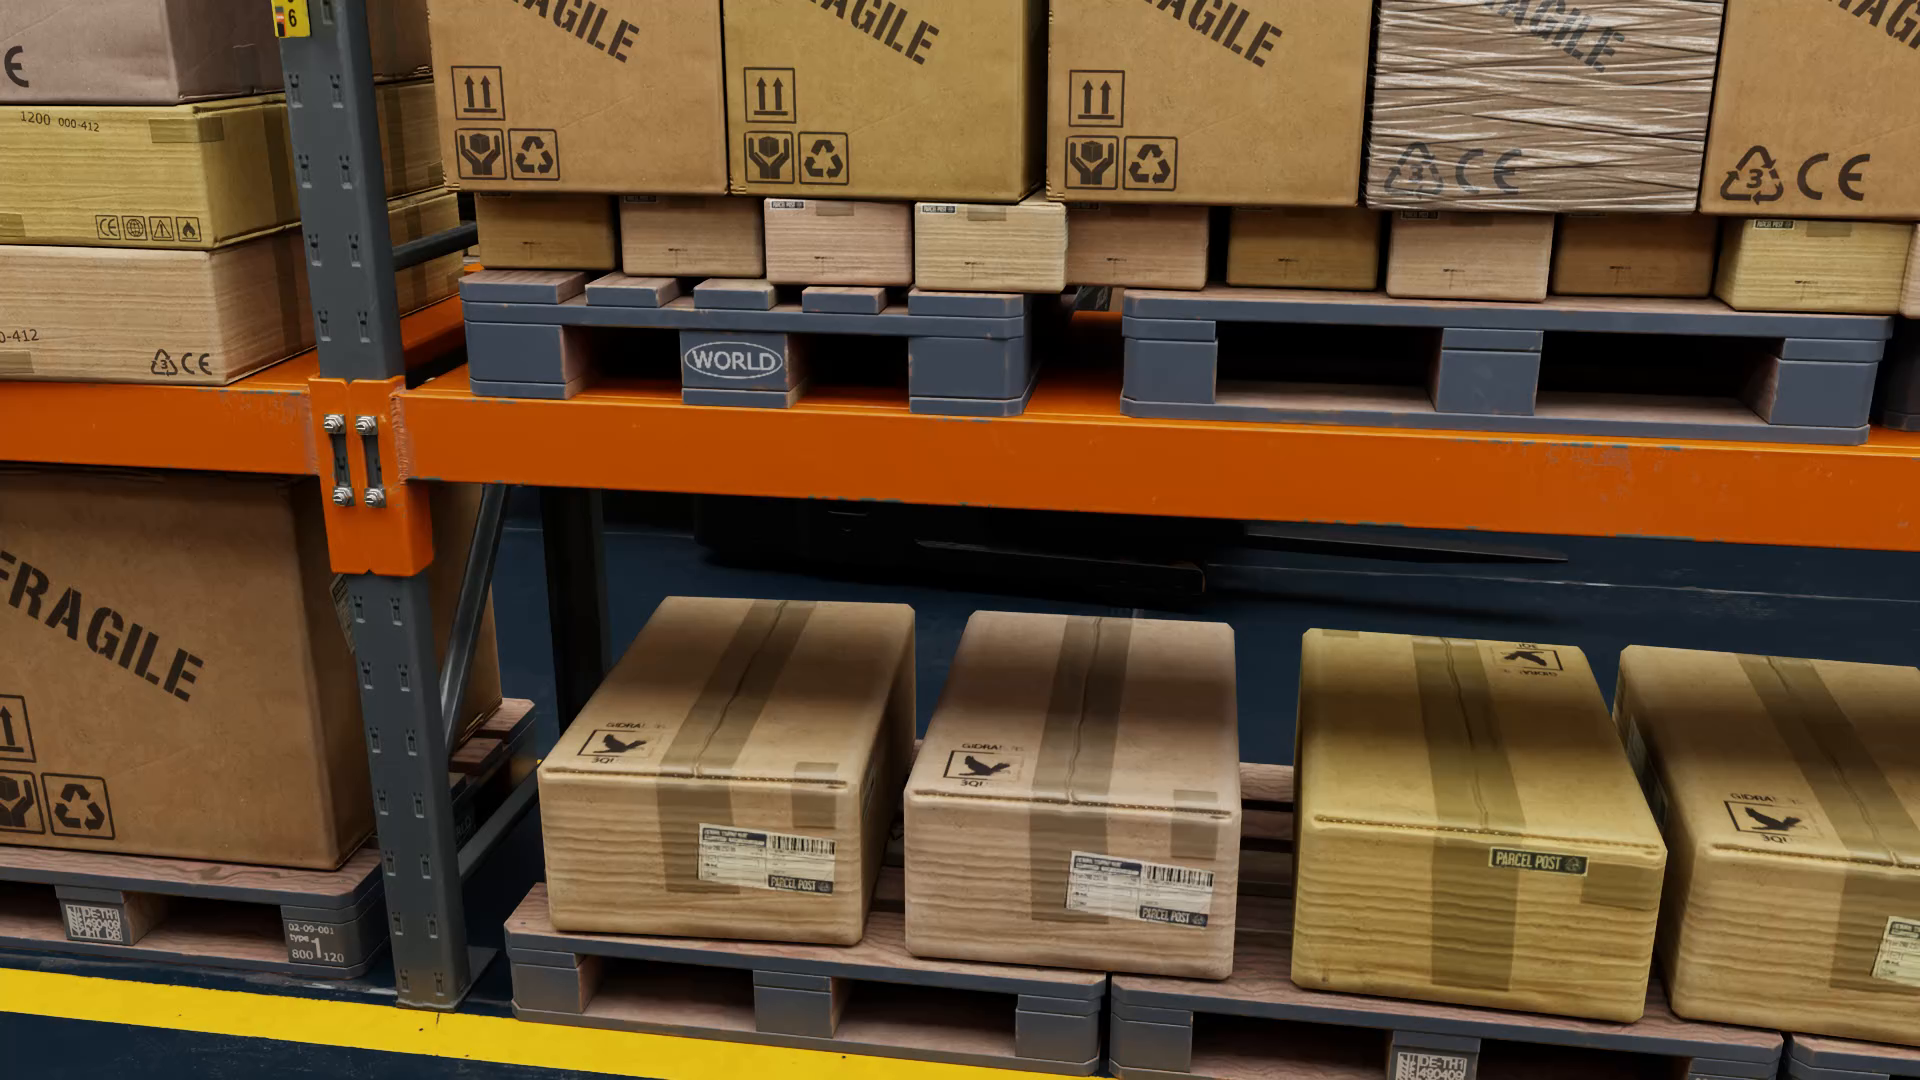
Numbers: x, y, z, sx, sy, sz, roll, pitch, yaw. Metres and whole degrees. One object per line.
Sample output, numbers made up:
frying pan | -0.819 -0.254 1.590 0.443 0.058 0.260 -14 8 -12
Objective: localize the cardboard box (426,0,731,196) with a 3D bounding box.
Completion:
cardboard box | -0.611 -0.904 2.991 0.500 0.500 0.500 2 19 7

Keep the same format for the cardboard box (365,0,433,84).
cardboard box | -1.466 -1.235 3.533 0.500 0.500 0.500 2 19 7

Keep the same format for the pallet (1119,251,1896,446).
pallet | 0.943 -0.434 3.176 1.213 0.211 1.003 3 19 9

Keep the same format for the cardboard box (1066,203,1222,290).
cardboard box | 0.329 -0.556 2.973 0.250 0.149 0.380 4 19 12

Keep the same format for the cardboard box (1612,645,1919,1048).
cardboard box | 1.703 0.576 3.335 0.625 0.372 0.950 4 19 12

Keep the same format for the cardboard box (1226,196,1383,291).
cardboard box | 0.614 -0.554 2.967 0.250 0.149 0.380 4 19 11

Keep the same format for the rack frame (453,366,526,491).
rack frame | -1.879 -0.710 6.653 0.032 1.125 0.500 5 19 14

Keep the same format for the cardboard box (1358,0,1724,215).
cardboard box | 0.923 -0.828 2.763 0.500 0.500 0.500 2 19 7

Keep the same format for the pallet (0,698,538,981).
pallet | -1.785 0.647 4.036 1.213 0.211 1.003 3 19 9

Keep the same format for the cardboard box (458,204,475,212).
cardboard box | -2.752 -1.705 8.927 0.250 0.149 0.380 3 19 10

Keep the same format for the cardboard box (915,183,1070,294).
cardboard box | 0.078 -0.544 2.936 0.250 0.149 0.380 3 19 9

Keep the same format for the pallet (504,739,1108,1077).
pallet | -0.247 0.750 3.728 1.213 0.211 1.003 3 19 9

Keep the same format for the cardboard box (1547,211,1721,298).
cardboard box | 1.131 -0.531 2.898 0.250 0.149 0.380 2 19 7

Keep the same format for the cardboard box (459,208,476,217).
cardboard box | -2.490 -1.710 8.941 0.250 0.149 0.380 3 19 9

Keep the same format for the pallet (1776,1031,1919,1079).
pallet | 2.162 0.873 3.361 1.213 0.211 1.003 3 19 9

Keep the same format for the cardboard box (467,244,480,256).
cardboard box | -2.302 -1.538 8.427 0.250 0.149 0.380 3 19 9

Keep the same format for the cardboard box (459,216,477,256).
cardboard box | -2.573 -1.542 8.441 0.250 0.149 0.380 4 19 11

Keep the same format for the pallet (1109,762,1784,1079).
pallet | 0.954 0.812 3.542 1.213 0.211 1.003 3 19 9

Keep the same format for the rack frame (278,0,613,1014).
rack frame | -1.018 -0.612 3.405 0.127 3.000 1.000 3 19 9

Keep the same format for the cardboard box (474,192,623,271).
cardboard box | -0.727 -0.617 3.155 0.250 0.149 0.380 2 19 5

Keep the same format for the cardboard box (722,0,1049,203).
cardboard box | -0.095 -0.880 2.919 0.500 0.500 0.500 4 19 11

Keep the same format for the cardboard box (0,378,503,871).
cardboard box | -1.687 0.136 3.857 0.875 0.875 0.875 3 19 8

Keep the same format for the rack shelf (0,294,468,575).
rack shelf | -2.993 -0.371 3.820 4.000 0.370 1.077 3 19 9

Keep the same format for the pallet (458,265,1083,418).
pallet | -0.298 -0.518 3.428 1.003 0.211 1.213 3 19 9

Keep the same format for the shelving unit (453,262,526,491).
shelving unit | -1.389 -0.668 6.527 1.048 1.125 0.538 5 19 14

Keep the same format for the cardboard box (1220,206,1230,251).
cardboard box | 0.624 -0.683 3.351 0.250 0.149 0.380 3 19 9

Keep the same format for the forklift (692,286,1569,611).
forklift | 0.603 -1.339 5.685 3.031 2.935 1.130 5 19 14

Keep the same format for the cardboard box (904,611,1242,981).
cardboard box | 0.268 0.501 3.557 0.625 0.372 0.950 3 19 8

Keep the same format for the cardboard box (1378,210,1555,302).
cardboard box | 0.861 -0.521 2.866 0.250 0.149 0.380 4 19 10

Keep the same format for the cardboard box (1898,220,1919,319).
cardboard box | 1.609 -0.462 2.691 0.250 0.149 0.380 3 19 9

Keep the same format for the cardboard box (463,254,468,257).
cardboard box | -2.723 -1.237 8.551 0.500 0.500 0.500 2 19 7

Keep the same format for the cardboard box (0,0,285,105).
cardboard box | -1.570 -1.078 3.063 0.500 0.500 0.500 2 19 7

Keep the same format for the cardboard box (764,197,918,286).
cardboard box | -0.190 -0.564 2.997 0.250 0.149 0.380 2 19 5

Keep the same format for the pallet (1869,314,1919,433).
pallet | 2.200 -0.404 3.085 1.213 0.211 1.003 3 19 9

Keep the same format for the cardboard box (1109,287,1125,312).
cardboard box | 1.026 -1.174 8.165 0.625 0.625 0.875 4 19 10

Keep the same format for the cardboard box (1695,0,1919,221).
cardboard box | 1.440 -0.802 2.685 0.500 0.500 0.500 4 19 11

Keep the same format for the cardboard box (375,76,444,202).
cardboard box | -1.479 -0.881 3.657 0.500 0.250 0.500 3 19 8

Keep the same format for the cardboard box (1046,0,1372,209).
cardboard box | 0.430 -0.856 2.845 0.500 0.500 0.500 3 19 10

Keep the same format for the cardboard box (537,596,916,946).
cardboard box | -0.462 0.467 3.661 0.625 0.372 0.950 2 19 5

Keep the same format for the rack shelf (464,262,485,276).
rack shelf | -1.389 -0.946 6.434 1.000 0.278 0.538 5 19 14

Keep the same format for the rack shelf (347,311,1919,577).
rack shelf | 0.957 -0.170 3.218 4.000 0.370 1.077 3 19 9

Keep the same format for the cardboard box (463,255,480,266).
cardboard box | -2.212 -1.209 8.467 0.500 0.500 0.500 2 19 7

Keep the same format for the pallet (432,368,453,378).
pallet | -2.167 -0.956 8.829 1.213 0.211 1.003 3 19 9

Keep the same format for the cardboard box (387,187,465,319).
cardboard box | -1.461 -0.644 3.738 0.500 0.250 0.500 3 19 8

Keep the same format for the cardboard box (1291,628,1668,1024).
cardboard box | 1.016 0.541 3.438 0.625 0.372 0.950 4 19 10

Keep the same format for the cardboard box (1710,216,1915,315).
cardboard box | 1.374 -0.486 2.762 0.250 0.149 0.380 3 19 9

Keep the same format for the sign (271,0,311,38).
sign | -1.103 -0.987 2.701 0.005 0.325 0.100 3 19 9

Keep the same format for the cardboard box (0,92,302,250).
cardboard box | -1.537 -0.723 3.184 0.500 0.250 0.500 3 19 8

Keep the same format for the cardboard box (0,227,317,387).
cardboard box | -1.559 -0.485 3.261 0.500 0.250 0.500 2 19 7

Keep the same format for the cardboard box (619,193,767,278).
cardboard box | -0.453 -0.593 3.081 0.250 0.149 0.380 2 19 5
